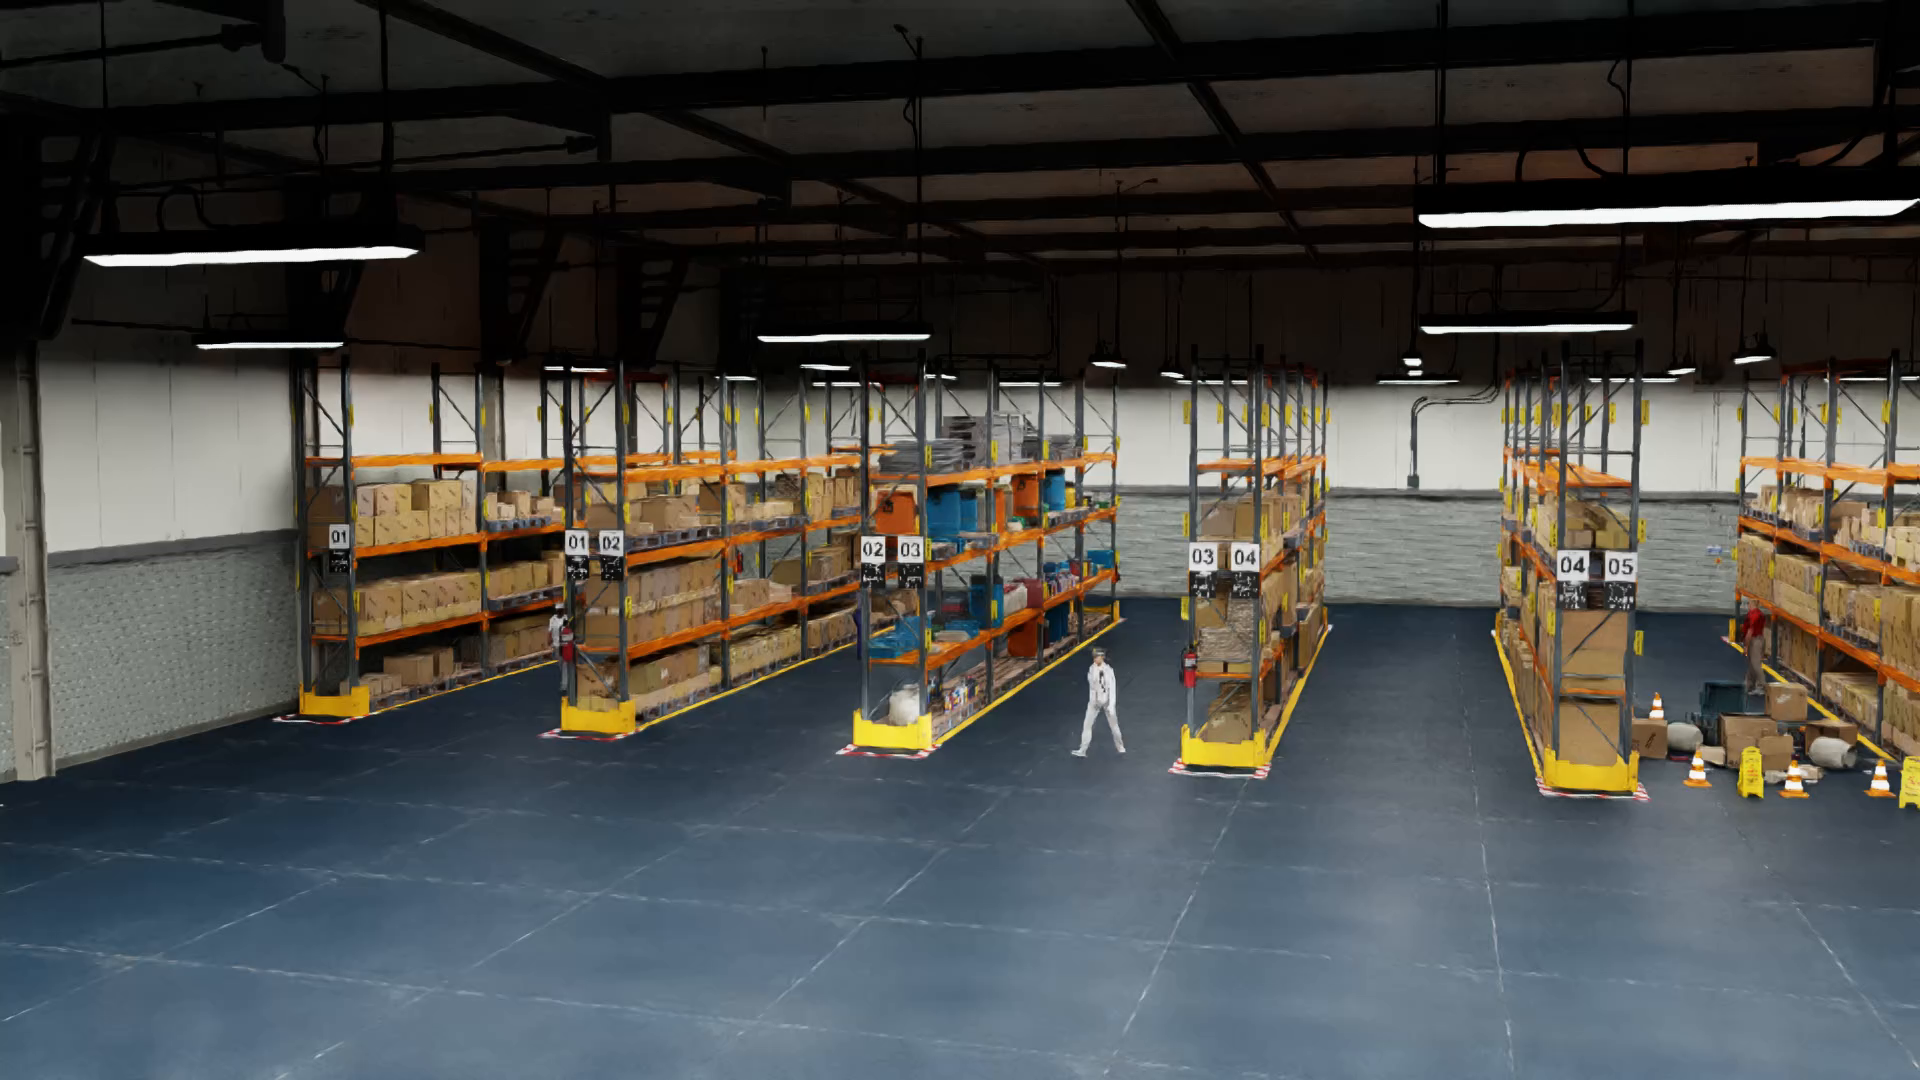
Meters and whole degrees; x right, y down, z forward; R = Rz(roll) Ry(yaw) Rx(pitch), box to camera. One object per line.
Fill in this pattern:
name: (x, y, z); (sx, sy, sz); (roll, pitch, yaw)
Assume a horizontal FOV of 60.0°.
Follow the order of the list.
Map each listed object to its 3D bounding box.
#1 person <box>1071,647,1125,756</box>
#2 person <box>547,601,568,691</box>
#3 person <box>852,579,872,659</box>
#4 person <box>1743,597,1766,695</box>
person: (2.070, 2.358, 24.408); (0.524, 1.624, 0.929); (3, 6, 39)
person: (-7.263, 1.905, 30.296); (0.448, 1.623, 0.997); (1, 4, 7)
person: (-1.948, 1.612, 34.200); (0.487, 1.653, 0.532); (-1, 5, -19)
person: (14.223, 1.890, 29.899); (0.580, 1.712, 0.661); (3, 5, 38)
